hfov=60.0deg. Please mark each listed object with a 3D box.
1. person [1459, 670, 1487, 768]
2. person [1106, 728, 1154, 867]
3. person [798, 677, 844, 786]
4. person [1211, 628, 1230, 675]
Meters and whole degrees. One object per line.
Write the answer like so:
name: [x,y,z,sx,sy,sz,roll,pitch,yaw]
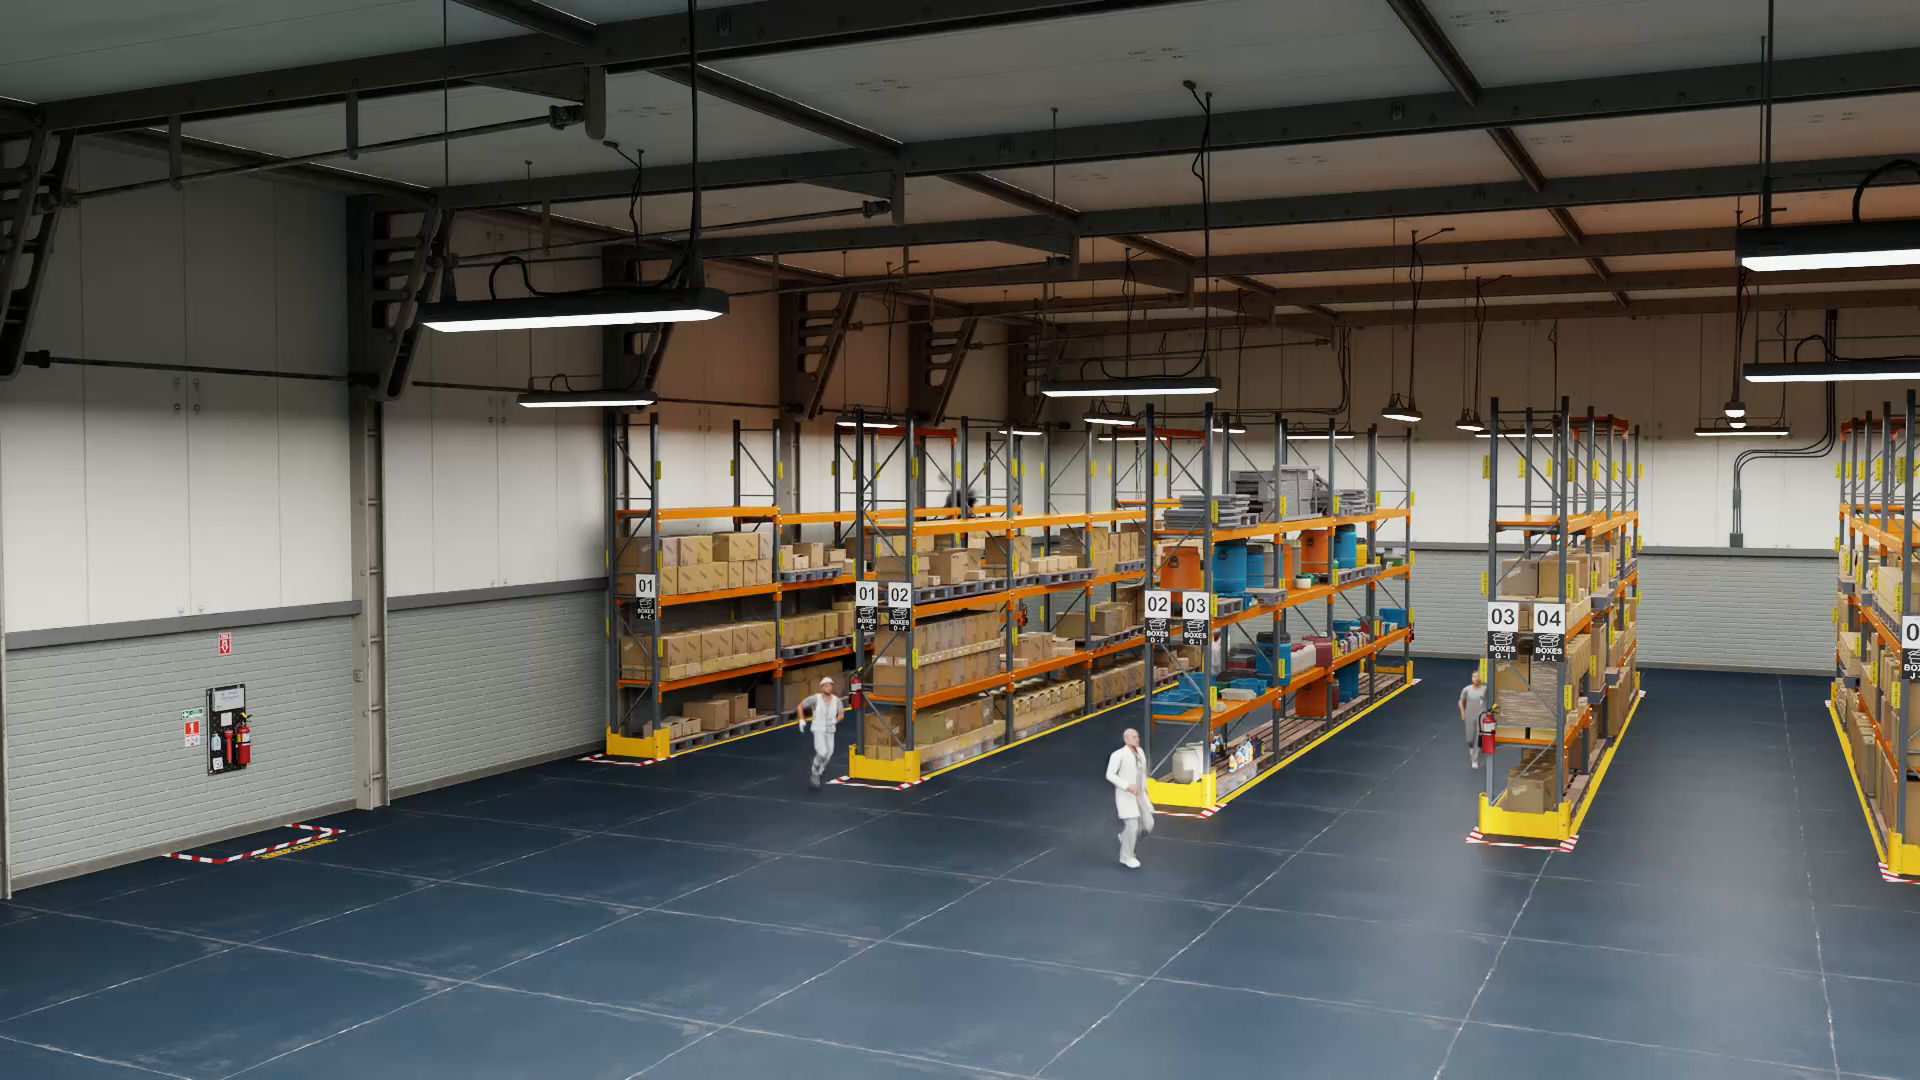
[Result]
person: [8.733,3.011,28.119,0.572,1.631,0.633,1,3,18]
person: [2.157,3.246,20.974,0.716,1.743,0.630,-2,3,-37]
person: [-2.153,3.020,26.134,0.706,1.722,0.637,-1,3,-29]
person: [5.486,2.676,35.605,0.562,1.655,0.561,1,3,19]
